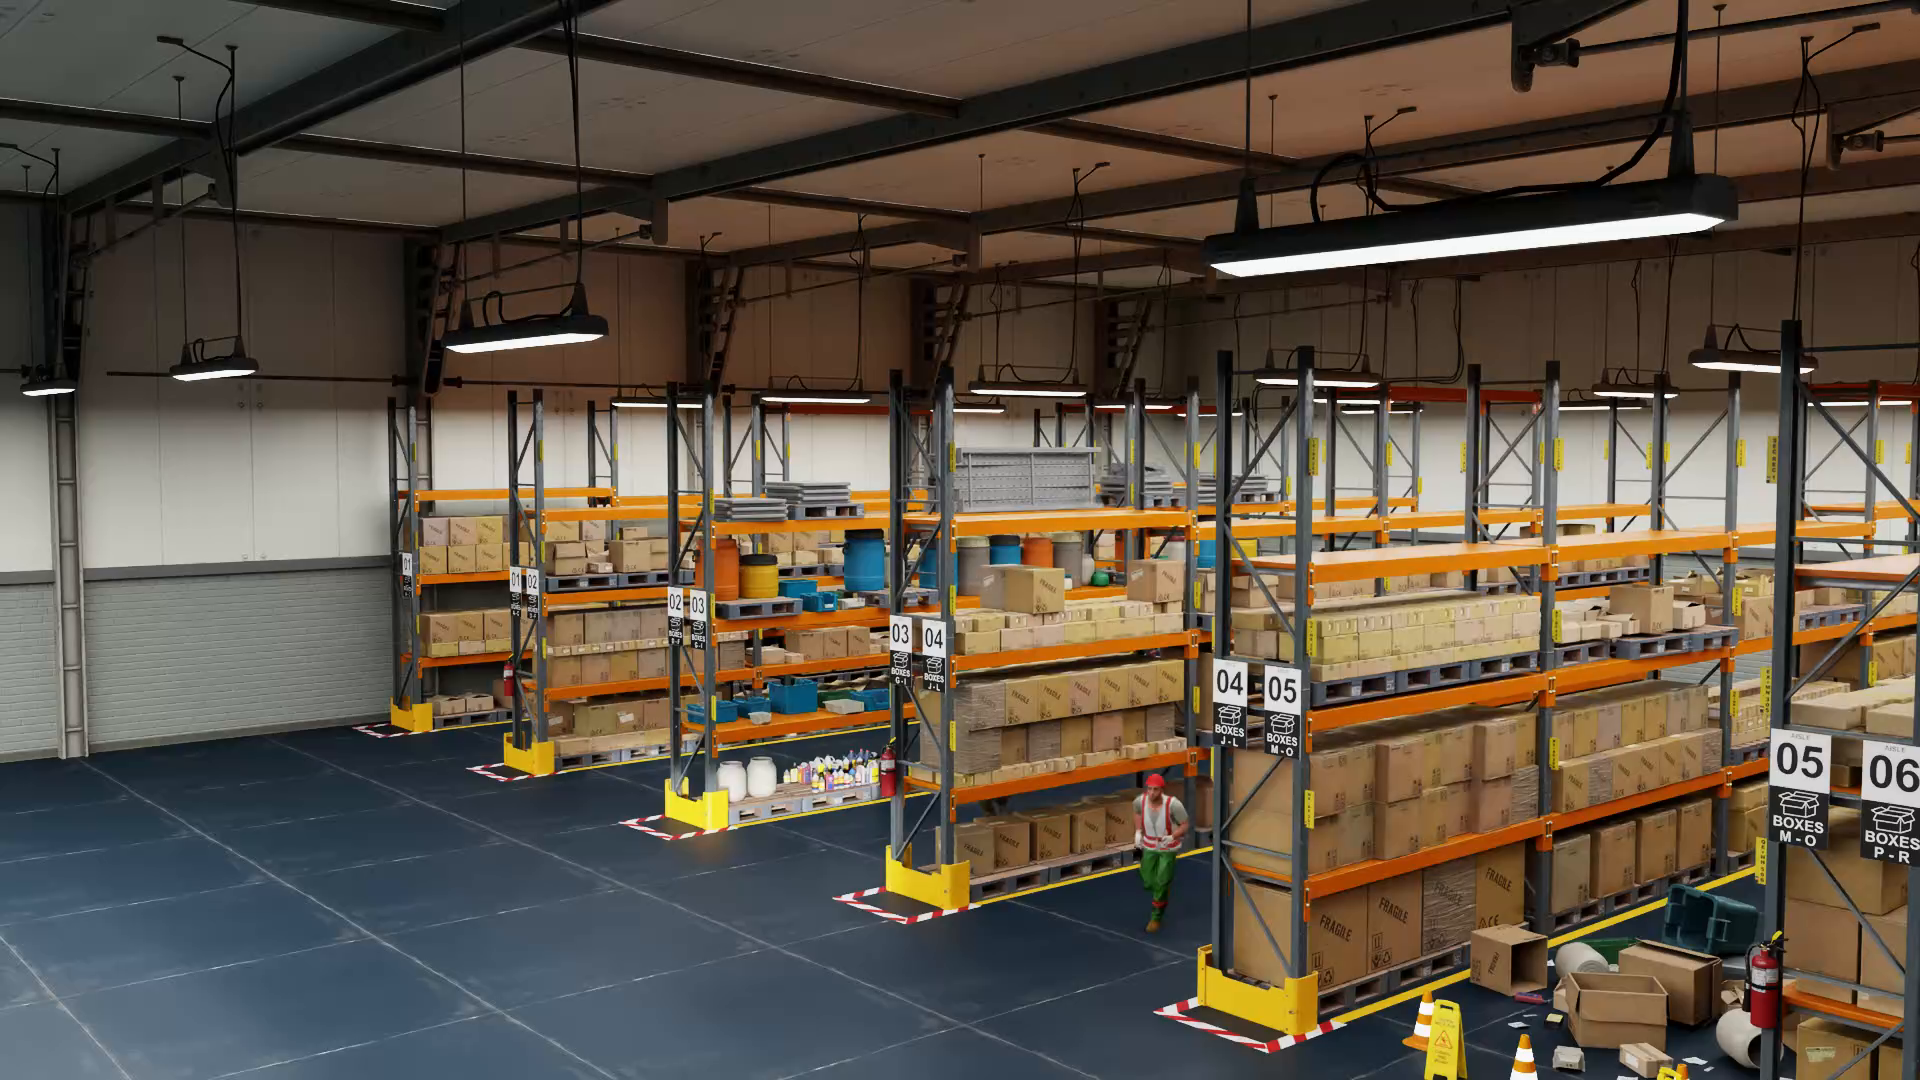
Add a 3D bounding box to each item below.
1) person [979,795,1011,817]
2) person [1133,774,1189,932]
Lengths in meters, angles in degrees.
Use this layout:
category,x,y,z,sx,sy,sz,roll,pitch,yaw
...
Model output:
category,x,y,z,sx,sy,sz,roll,pitch,yaw
person,0.347,2.983,22.552,0.701,1.750,0.677,2,4,34
person,2.131,3.294,17.687,0.654,1.711,0.770,1,4,20
